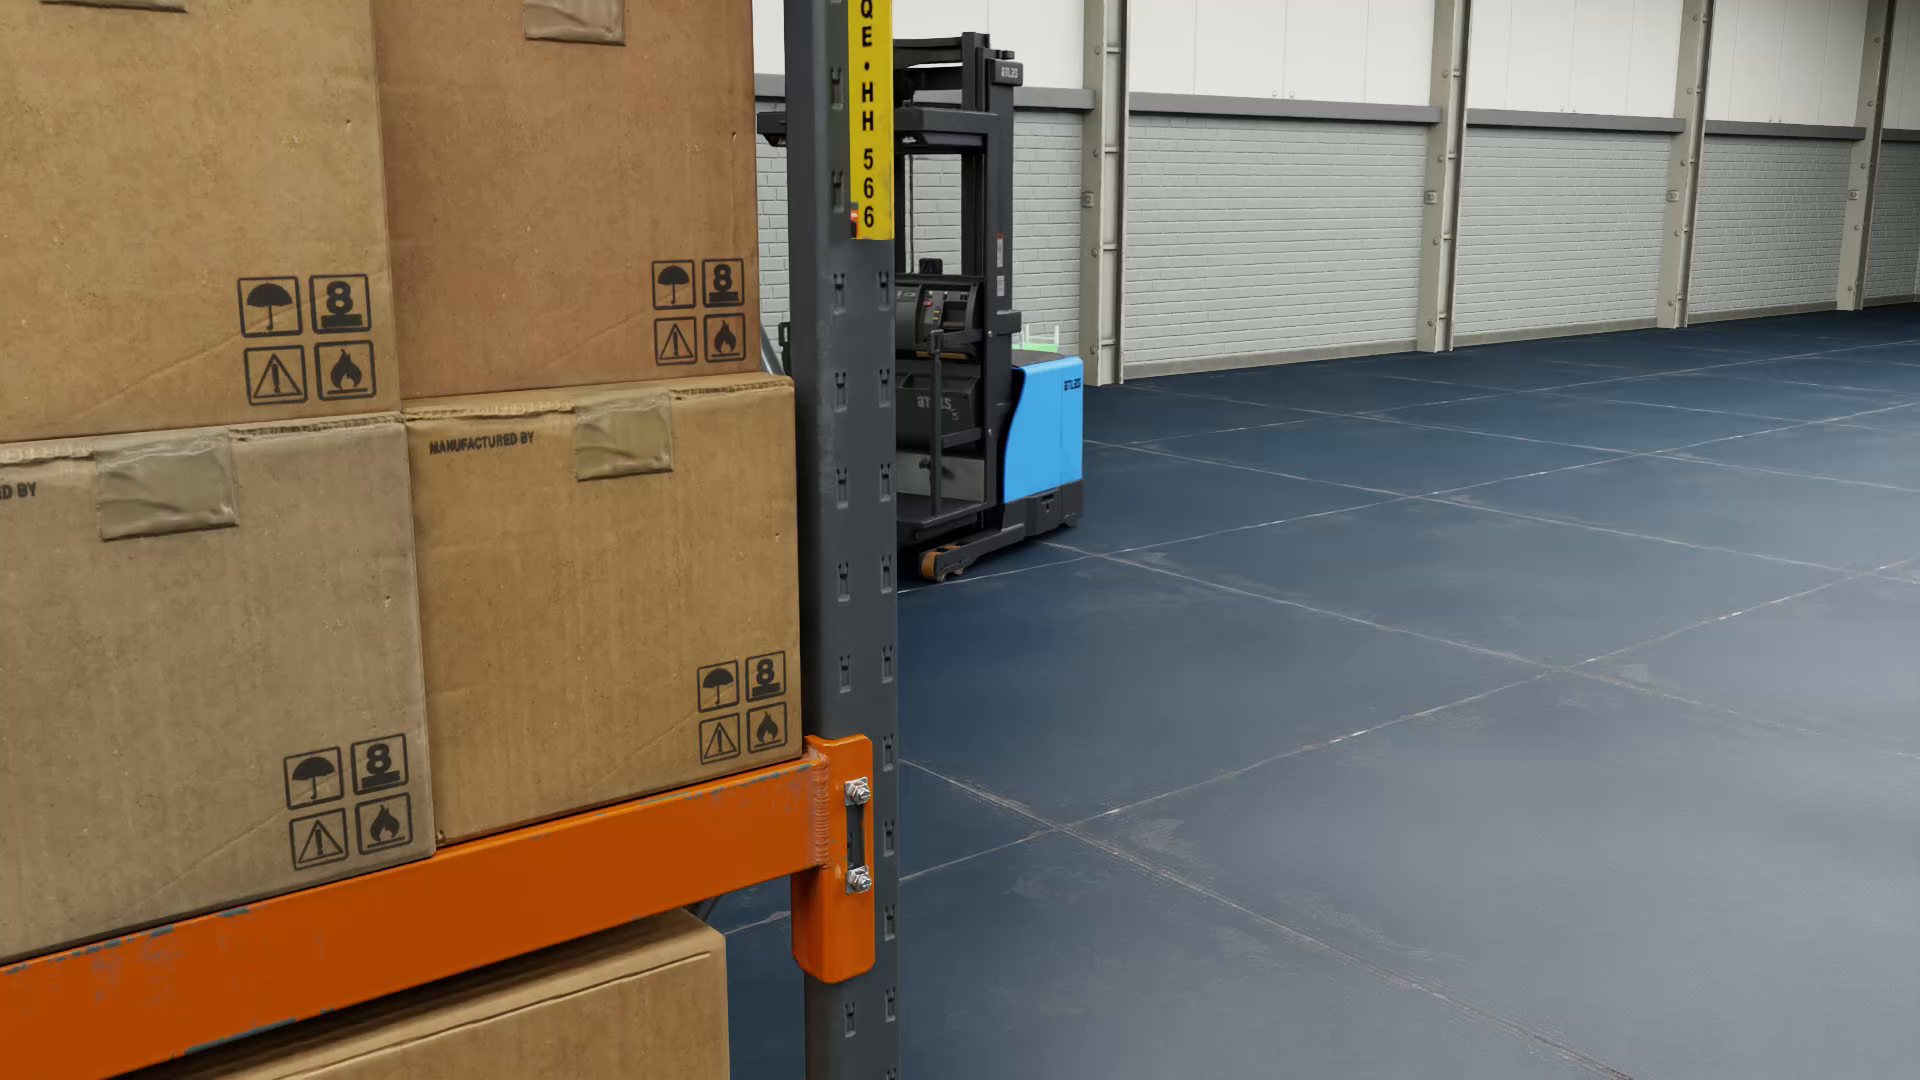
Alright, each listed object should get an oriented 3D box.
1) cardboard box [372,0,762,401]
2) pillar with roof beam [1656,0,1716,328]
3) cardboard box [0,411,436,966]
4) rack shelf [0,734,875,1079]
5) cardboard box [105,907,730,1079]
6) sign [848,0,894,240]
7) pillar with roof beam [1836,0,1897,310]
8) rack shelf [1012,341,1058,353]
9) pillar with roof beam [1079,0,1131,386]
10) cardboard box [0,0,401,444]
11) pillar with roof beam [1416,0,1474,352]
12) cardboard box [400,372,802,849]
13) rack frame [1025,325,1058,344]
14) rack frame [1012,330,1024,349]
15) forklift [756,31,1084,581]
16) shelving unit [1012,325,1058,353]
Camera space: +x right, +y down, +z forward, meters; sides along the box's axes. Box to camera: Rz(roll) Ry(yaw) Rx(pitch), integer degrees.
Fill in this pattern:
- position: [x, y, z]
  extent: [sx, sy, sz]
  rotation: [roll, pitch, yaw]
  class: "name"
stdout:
- position: [-0.762, -0.531, 2.449]
  extent: [0.550, 0.550, 0.875]
  rotation: [-9, 15, -38]
  class: "cardboard box"
- position: [13.600, -6.972, 21.299]
  extent: [0.400, 9.000, 9.100]
  rotation: [-9, 15, -38]
  class: "pillar with roof beam"
- position: [-1.125, 0.085, 2.144]
  extent: [0.550, 0.550, 0.875]
  rotation: [-9, 15, -38]
  class: "cardboard box"
- position: [-2.010, 0.640, 1.626]
  extent: [4.000, 0.370, 1.077]
  rotation: [-9, 15, -38]
  class: "rack shelf"
- position: [-0.936, 0.961, 2.486]
  extent: [0.875, 0.875, 0.875]
  rotation: [-9, 15, -37]
  class: "cardboard box"
- position: [-0.120, -0.564, 2.206]
  extent: [0.005, 0.325, 0.100]
  rotation: [-9, 15, -38]
  class: "sign"
- position: [18.285, -7.751, 24.966]
  extent: [0.400, 9.000, 9.100]
  rotation: [-9, 15, -38]
  class: "pillar with roof beam"
- position: [0.422, -1.213, 10.931]
  extent: [0.258, 0.148, 0.480]
  rotation: [7, 13, 30]
  class: "rack shelf"
- position: [4.230, -5.415, 13.966]
  extent: [0.400, 9.000, 9.100]
  rotation: [-9, 15, -38]
  class: "pillar with roof beam"
- position: [-1.134, -0.445, 2.042]
  extent: [0.550, 0.550, 0.875]
  rotation: [-9, 15, -38]
  class: "cardboard box"
- position: [8.915, -6.194, 17.633]
  extent: [0.400, 9.000, 9.100]
  rotation: [-9, 15, -38]
  class: "pillar with roof beam"
- position: [-0.710, 0.011, 2.497]
  extent: [0.550, 0.550, 0.875]
  rotation: [-9, 15, -38]
  class: "cardboard box"
- position: [0.542, -0.845, 11.218]
  extent: [0.240, 1.200, 0.015]
  rotation: [7, 13, 30]
  class: "rack frame"
- position: [0.295, -0.765, 10.805]
  extent: [0.240, 1.200, 0.015]
  rotation: [7, 13, 30]
  class: "rack frame"
- position: [-0.415, -1.318, 9.277]
  extent: [1.130, 2.935, 3.031]
  rotation: [7, 14, 31]
  class: "forklift"
- position: [0.418, -0.805, 11.012]
  extent: [0.258, 1.200, 0.503]
  rotation: [7, 13, 30]
  class: "shelving unit"
